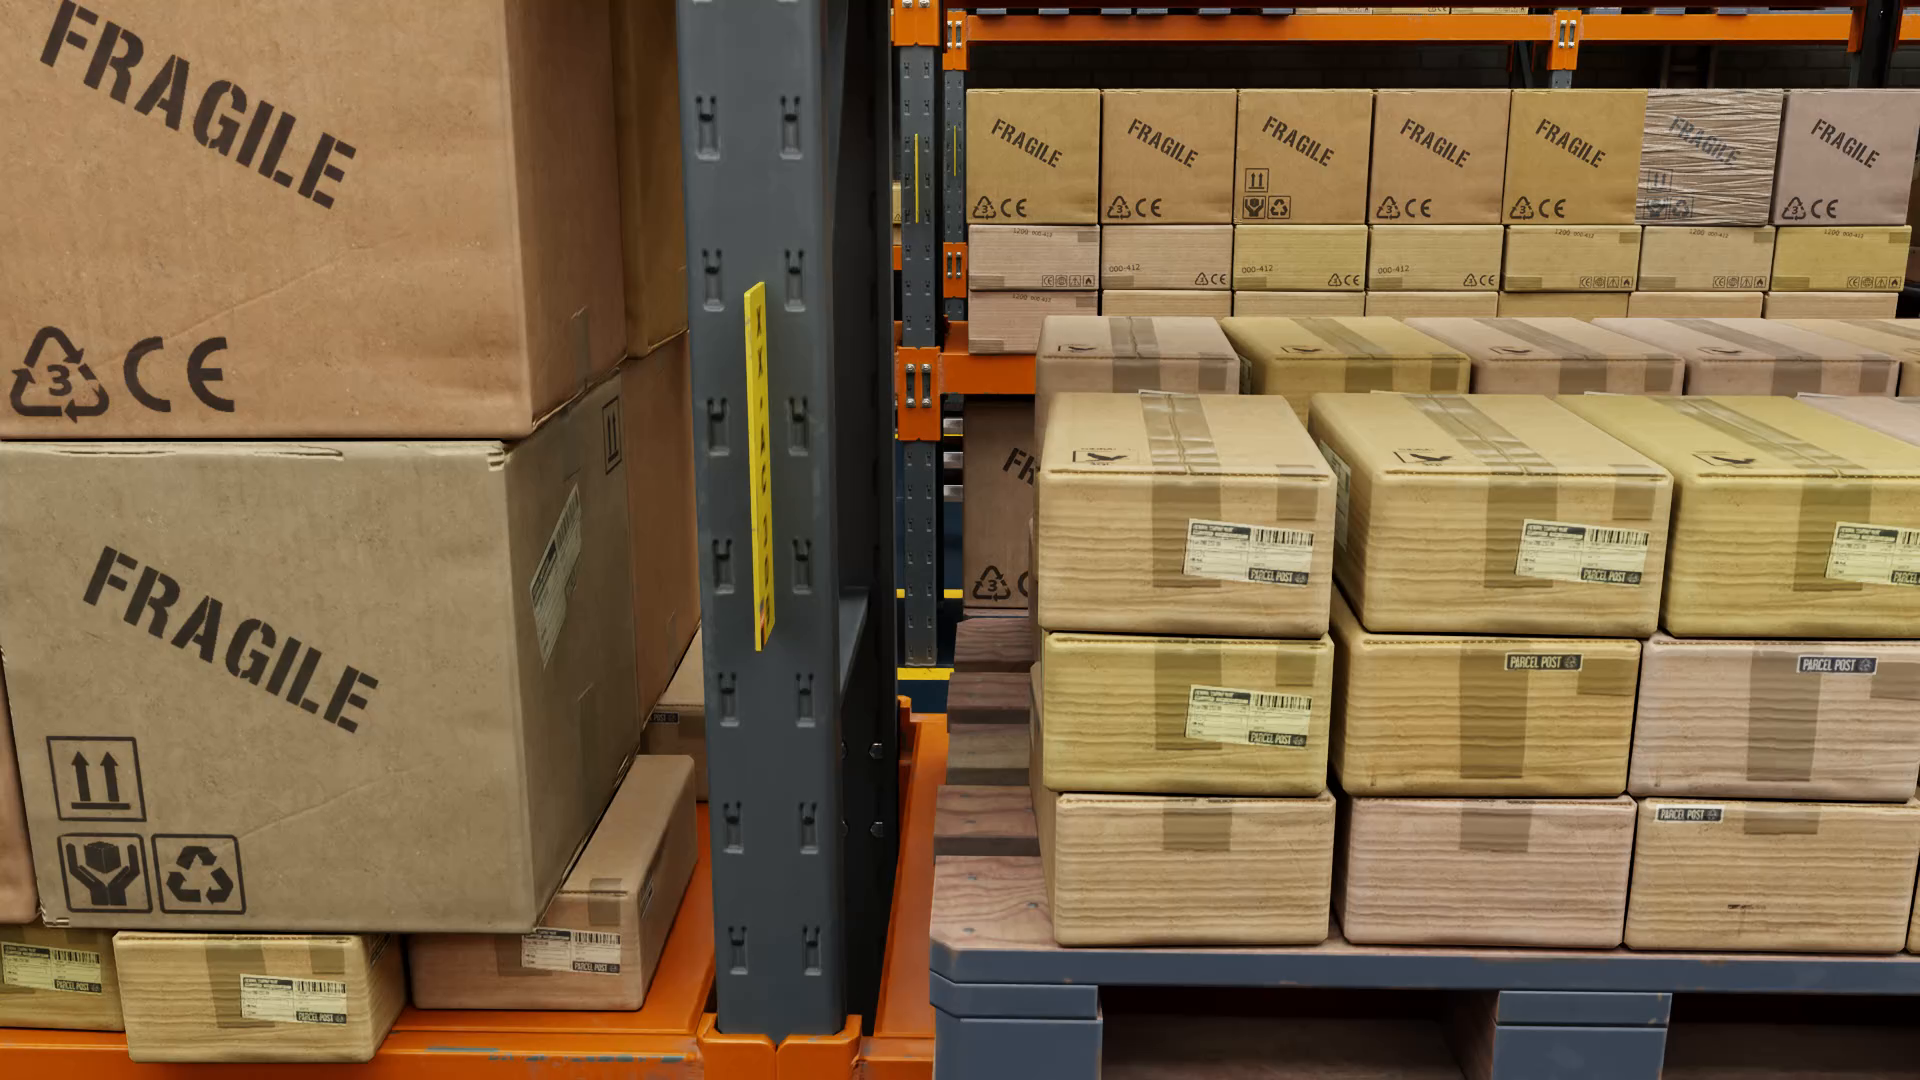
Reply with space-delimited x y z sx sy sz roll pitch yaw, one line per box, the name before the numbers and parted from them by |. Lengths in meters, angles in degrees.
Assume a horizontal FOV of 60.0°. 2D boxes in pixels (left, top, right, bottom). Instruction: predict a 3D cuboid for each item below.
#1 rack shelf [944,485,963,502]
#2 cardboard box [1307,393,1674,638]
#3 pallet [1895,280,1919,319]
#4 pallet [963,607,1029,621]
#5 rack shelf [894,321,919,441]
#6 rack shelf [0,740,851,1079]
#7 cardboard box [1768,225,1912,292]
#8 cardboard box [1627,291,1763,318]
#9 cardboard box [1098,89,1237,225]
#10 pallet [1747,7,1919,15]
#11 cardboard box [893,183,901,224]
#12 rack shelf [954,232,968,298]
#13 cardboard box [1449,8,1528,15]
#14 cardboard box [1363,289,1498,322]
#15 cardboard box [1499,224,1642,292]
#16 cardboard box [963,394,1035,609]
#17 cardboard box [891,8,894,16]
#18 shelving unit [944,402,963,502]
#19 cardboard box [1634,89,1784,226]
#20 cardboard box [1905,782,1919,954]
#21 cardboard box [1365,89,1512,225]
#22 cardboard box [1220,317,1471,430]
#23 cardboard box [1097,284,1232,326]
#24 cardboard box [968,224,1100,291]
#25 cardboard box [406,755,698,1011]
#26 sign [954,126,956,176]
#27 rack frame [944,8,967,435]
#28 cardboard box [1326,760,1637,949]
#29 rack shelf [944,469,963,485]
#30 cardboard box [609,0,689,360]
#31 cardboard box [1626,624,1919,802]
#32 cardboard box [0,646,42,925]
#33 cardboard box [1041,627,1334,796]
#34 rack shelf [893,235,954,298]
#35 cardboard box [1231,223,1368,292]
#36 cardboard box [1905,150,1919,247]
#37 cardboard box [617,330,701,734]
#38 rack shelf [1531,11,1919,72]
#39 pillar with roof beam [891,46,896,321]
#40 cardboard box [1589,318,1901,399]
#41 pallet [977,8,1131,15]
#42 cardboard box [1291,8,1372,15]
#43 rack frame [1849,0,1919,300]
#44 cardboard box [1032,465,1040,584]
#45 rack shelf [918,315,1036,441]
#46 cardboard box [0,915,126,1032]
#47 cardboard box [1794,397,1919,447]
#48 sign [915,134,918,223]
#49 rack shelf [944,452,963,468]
rack shelf | -0.008 -0.229 8.780 0.200 0.077 0.258 0 15 1
cardboard box | 0.486 -0.036 1.599 0.250 0.149 0.380 1 15 3
pallet | 4.564 -0.953 6.950 1.003 0.211 1.213 0 15 1
pallet | 0.623 0.284 7.348 1.213 0.211 1.003 0 15 1
rack shelf | -2.149 -0.715 7.080 4.000 0.370 1.077 0 15 1
rack shelf | -2.175 0.548 2.293 4.000 0.370 1.077 0 15 1
cardboard box | 3.358 -1.131 6.562 0.500 0.250 0.500 0 15 1
cardboard box | 2.825 -0.888 6.618 0.500 0.250 0.500 1 15 2
cardboard box | 0.792 -1.509 6.524 0.500 0.500 0.500 0 15 1
pallet | 5.770 -3.660 11.324 1.213 0.211 1.003 1 15 4
cardboard box | -0.542 -2.328 11.495 0.500 0.250 0.500 1 15 3
rack shelf | 1.972 -1.955 11.779 4.000 0.370 1.077 0 15 1
cardboard box | 3.452 -3.609 11.053 0.500 0.250 0.500 0 15 0
cardboard box | 1.812 -0.891 6.631 0.500 0.250 0.500 0 15 1
cardboard box | 2.333 -1.132 6.564 0.500 0.250 0.500 0 15 0
cardboard box | 0.472 -0.242 7.218 0.875 0.875 0.875 1 15 3
cardboard box | -0.394 -3.572 11.110 0.250 0.149 0.380 0 15 1
shelving unit | -0.008 -0.435 8.725 0.210 0.900 0.258 0 15 1
cardboard box | 2.812 -1.493 6.464 0.500 0.500 0.500 1 15 2
cardboard box | 0.985 0.256 1.658 0.250 0.149 0.380 1 15 2
cardboard box | 1.810 -1.503 6.503 0.500 0.500 0.500 0 15 1
cardboard box | 0.500 -0.202 2.227 0.250 0.149 0.380 0 15 0
cardboard box | 0.800 -0.904 6.681 0.500 0.250 0.500 0 15 0
cardboard box | 0.283 -1.144 6.611 0.500 0.250 0.500 0 15 0
cardboard box | -0.467 0.393 1.965 0.250 0.149 0.380 0 15 1
sign | -0.033 -2.596 11.102 0.005 0.325 0.100 0 15 1
rack frame | -0.027 -2.316 11.737 0.127 3.000 1.000 0 15 1
cardboard box | 0.484 0.252 1.675 0.250 0.149 0.380 1 15 2
rack shelf | -0.008 -0.316 8.757 0.200 0.077 0.258 0 15 1
cardboard box | -0.620 -0.527 2.220 0.500 0.500 0.500 1 15 3
cardboard box | 0.724 0.110 1.627 0.250 0.149 0.380 1 15 3
cardboard box | -1.185 0.086 1.854 0.500 0.500 0.500 0 15 0
cardboard box | 0.207 0.108 1.638 0.250 0.149 0.380 1 15 2
rack shelf | -2.026 -1.981 11.878 4.000 0.370 1.077 0 15 1
cardboard box | 1.308 -1.138 6.587 0.500 0.250 0.500 1 15 2
cardboard box | 4.310 -1.487 6.993 0.500 0.500 0.500 0 15 0
cardboard box | -0.664 -0.046 2.357 0.500 0.500 0.500 0 15 0
rack shelf | 5.971 -3.379 11.298 4.000 0.370 1.077 0 15 1
pillar with roof beam | -0.810 -4.353 7.699 0.400 9.000 9.100 0 15 1
cardboard box | 1.020 -0.198 2.213 0.250 0.149 0.380 0 15 1
pallet | 0.623 -3.653 11.294 1.003 0.211 1.213 0 15 1
cardboard box | 2.450 -3.615 11.076 0.500 0.250 0.500 0 15 1
rack frame | 3.849 -1.024 6.840 0.127 3.000 1.000 0 15 1
cardboard box | 0.227 -0.060 2.273 0.250 0.149 0.380 1 15 3
rack shelf | 1.849 -0.689 6.981 4.000 0.370 1.077 0 15 1
cardboard box | -0.993 0.402 1.930 0.250 0.149 0.380 1 15 4
cardboard box | 0.991 -0.031 1.582 0.250 0.149 0.380 0 15 1
sign | -0.163 -1.365 6.282 0.005 0.325 0.100 0 15 1
rack shelf | -0.008 -0.403 8.734 0.200 0.077 0.258 0 15 1
